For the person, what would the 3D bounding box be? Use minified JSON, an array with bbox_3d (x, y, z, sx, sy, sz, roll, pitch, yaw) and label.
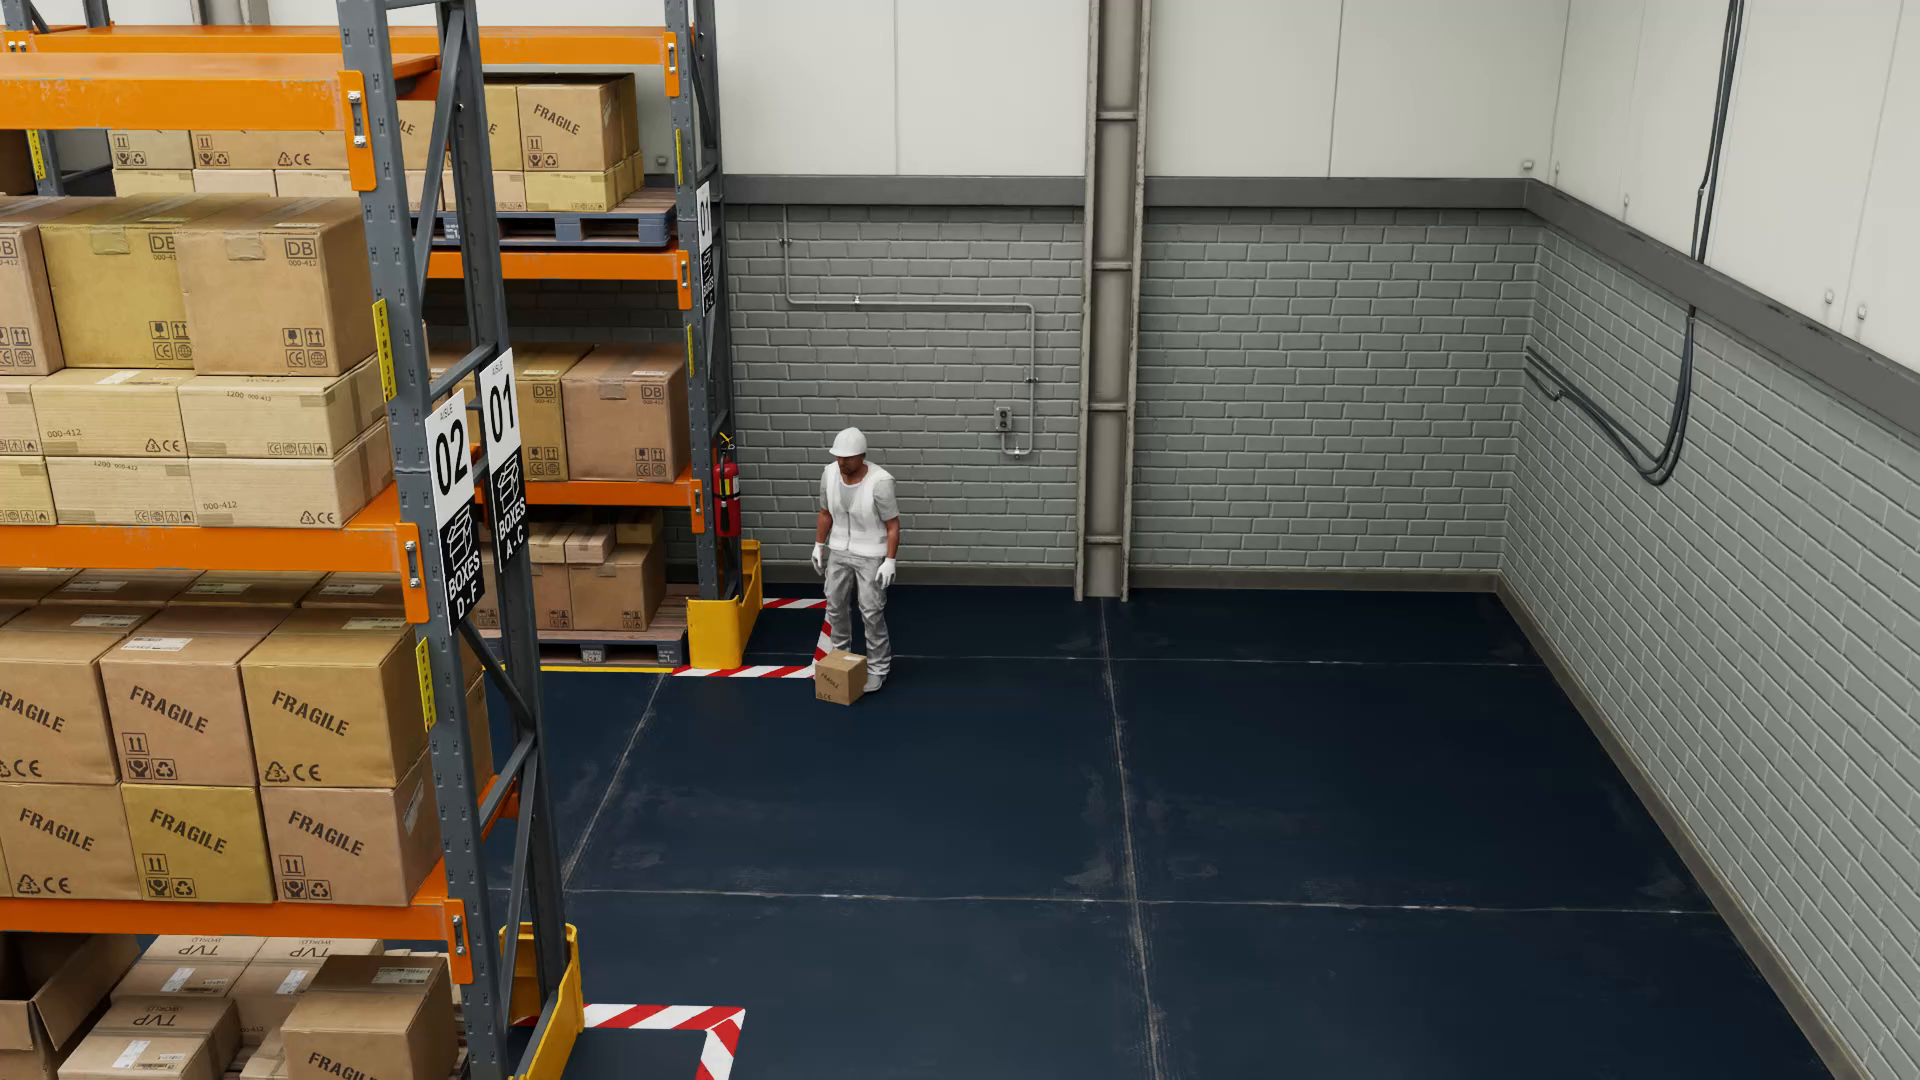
[{"bbox_3d":[-0.675,0.110,10.770,0.619,1.775,0.446,11,23,27],"label":"person"}]
